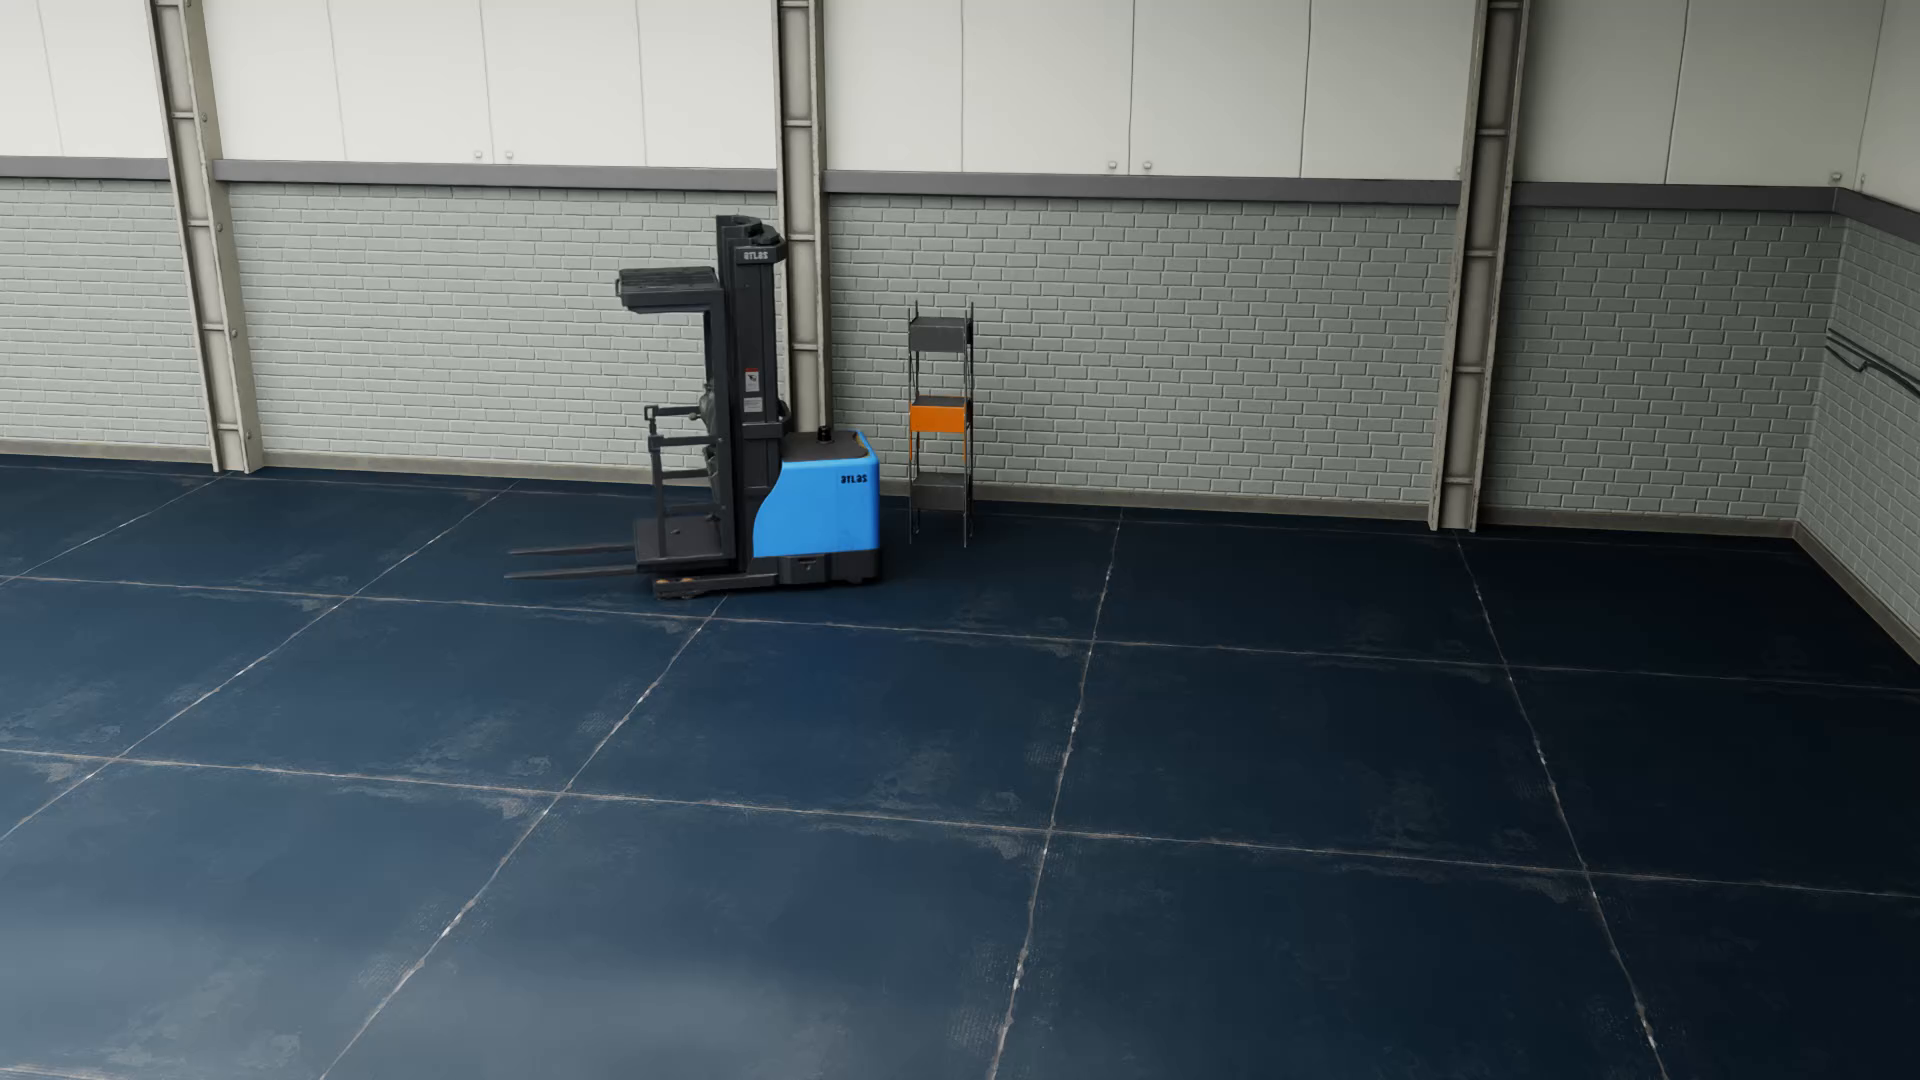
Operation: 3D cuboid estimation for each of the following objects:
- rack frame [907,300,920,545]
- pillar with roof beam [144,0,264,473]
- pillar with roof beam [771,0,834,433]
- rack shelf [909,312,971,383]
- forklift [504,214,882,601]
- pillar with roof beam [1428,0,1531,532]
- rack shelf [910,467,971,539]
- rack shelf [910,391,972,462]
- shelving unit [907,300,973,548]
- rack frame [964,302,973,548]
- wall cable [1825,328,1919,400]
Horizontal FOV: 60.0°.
[{"bbox_3d":[-0.404,-1.016,14.532,0.015,2.100,0.400,3,19,9],"label":"rack frame"},{"bbox_3d":[-8.042,-3.651,11.533,0.400,9.000,9.100,3,19,9],"label":"pillar with roof beam"},{"bbox_3d":[-2.118,-3.349,10.630,0.400,9.000,9.100,3,19,9],"label":"pillar with roof beam"},{"bbox_3d":[-0.163,-1.655,14.277,0.480,0.518,0.431,3,19,9],"label":"rack shelf"},{"bbox_3d":[-2.213,-1.085,13.426,3.031,2.935,1.130,-4,19,-11],"label":"forklift"},{"bbox_3d":[3.806,-3.047,9.728,0.400,9.000,9.100,3,19,9],"label":"pillar with roof beam"},{"bbox_3d":[-0.163,-0.327,14.721,0.480,0.518,0.431,3,19,9],"label":"rack shelf"},{"bbox_3d":[-0.163,-0.991,14.499,0.480,0.518,0.431,3,19,9],"label":"rack shelf"},{"bbox_3d":[-0.163,-1.004,14.495,0.503,2.100,0.431,3,19,9],"label":"shelving unit"},{"bbox_3d":[0.077,-0.992,14.458,0.015,2.100,0.400,3,19,9],"label":"rack frame"},{"bbox_3d":[7.188,-2.361,12.570,0.112,2.526,3.097,3,19,9],"label":"wall cable"}]
